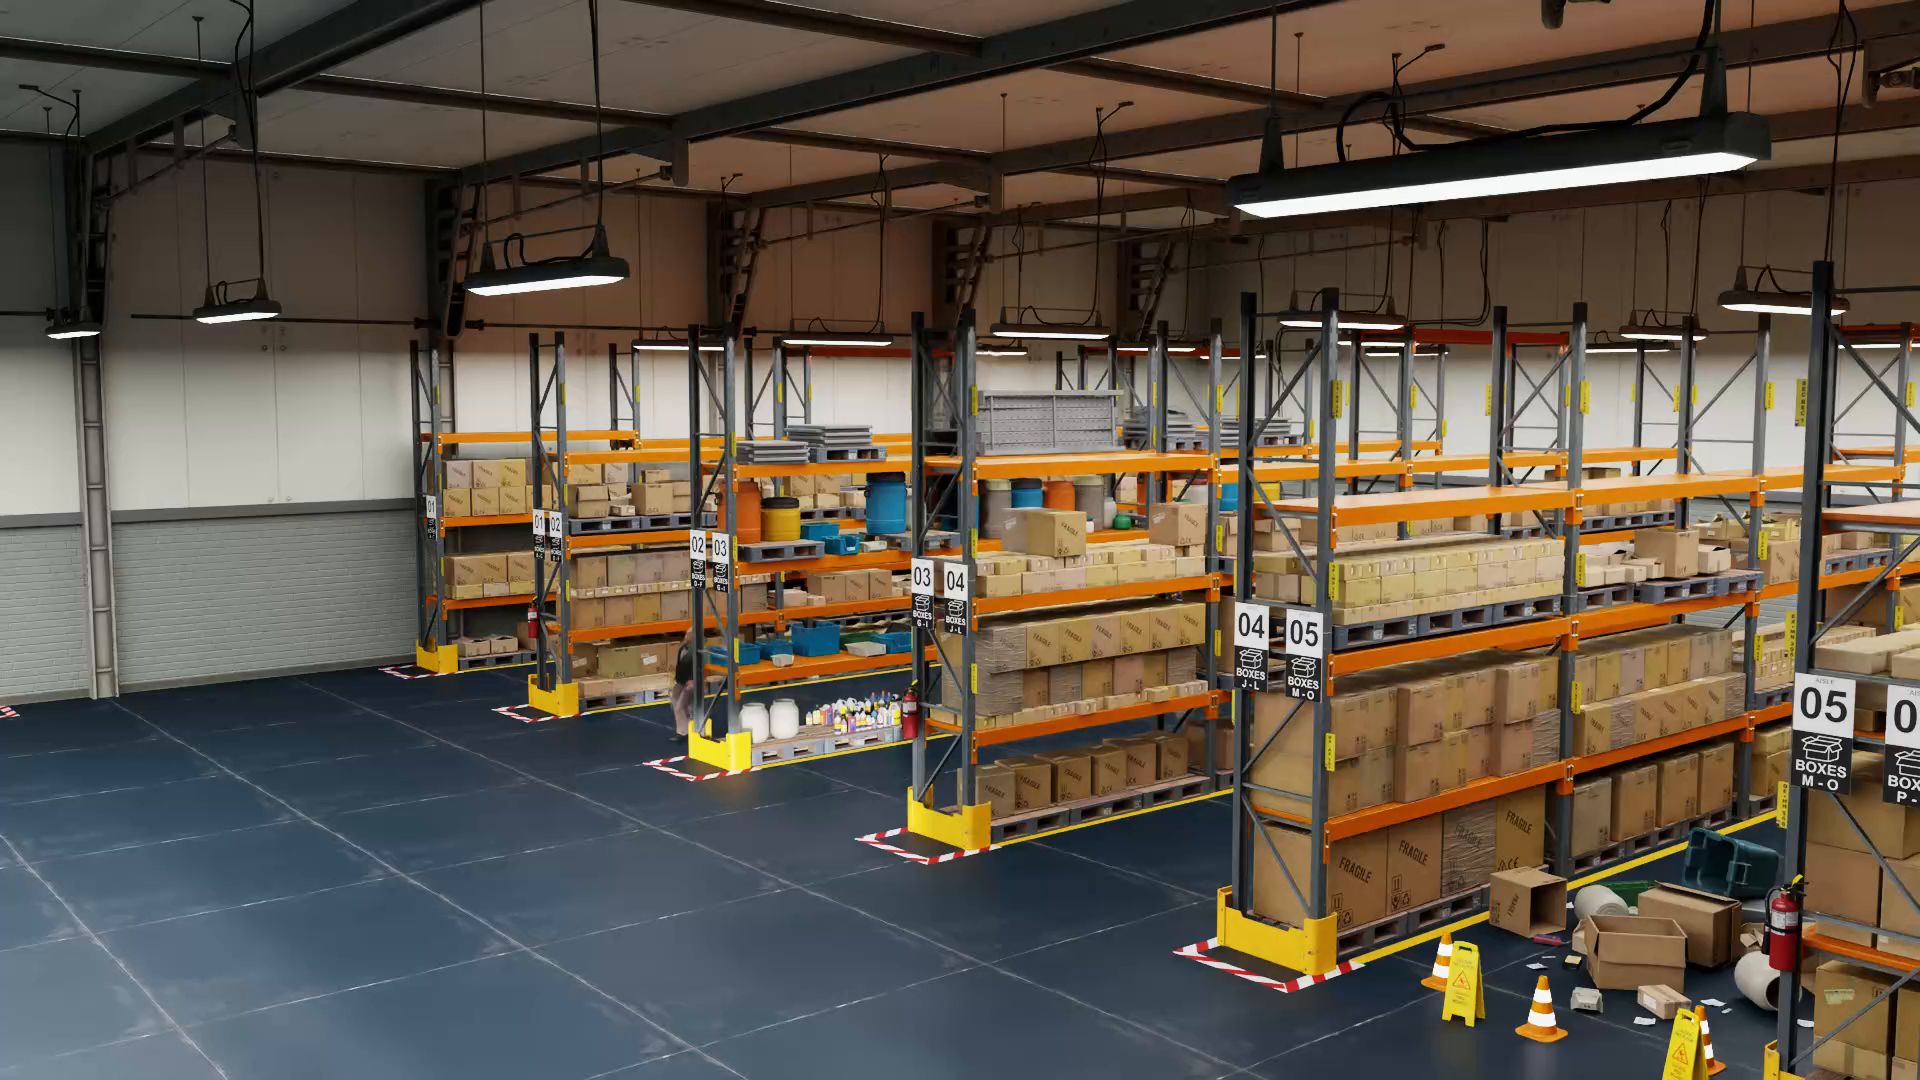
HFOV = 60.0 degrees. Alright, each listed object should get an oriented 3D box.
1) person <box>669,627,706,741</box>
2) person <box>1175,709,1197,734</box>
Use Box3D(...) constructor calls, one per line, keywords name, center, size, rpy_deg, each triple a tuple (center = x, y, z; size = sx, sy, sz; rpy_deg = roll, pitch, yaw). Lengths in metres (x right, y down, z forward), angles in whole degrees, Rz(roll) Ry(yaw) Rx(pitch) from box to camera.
Box3D(name="person", center=(-3.938, 2.090, 24.314), size=(0.643, 1.671, 0.600), rpy_deg=(4, 7, 38))
Box3D(name="person", center=(3.231, 2.216, 23.761), size=(0.451, 1.326, 0.579), rpy_deg=(5, 7, 43))
